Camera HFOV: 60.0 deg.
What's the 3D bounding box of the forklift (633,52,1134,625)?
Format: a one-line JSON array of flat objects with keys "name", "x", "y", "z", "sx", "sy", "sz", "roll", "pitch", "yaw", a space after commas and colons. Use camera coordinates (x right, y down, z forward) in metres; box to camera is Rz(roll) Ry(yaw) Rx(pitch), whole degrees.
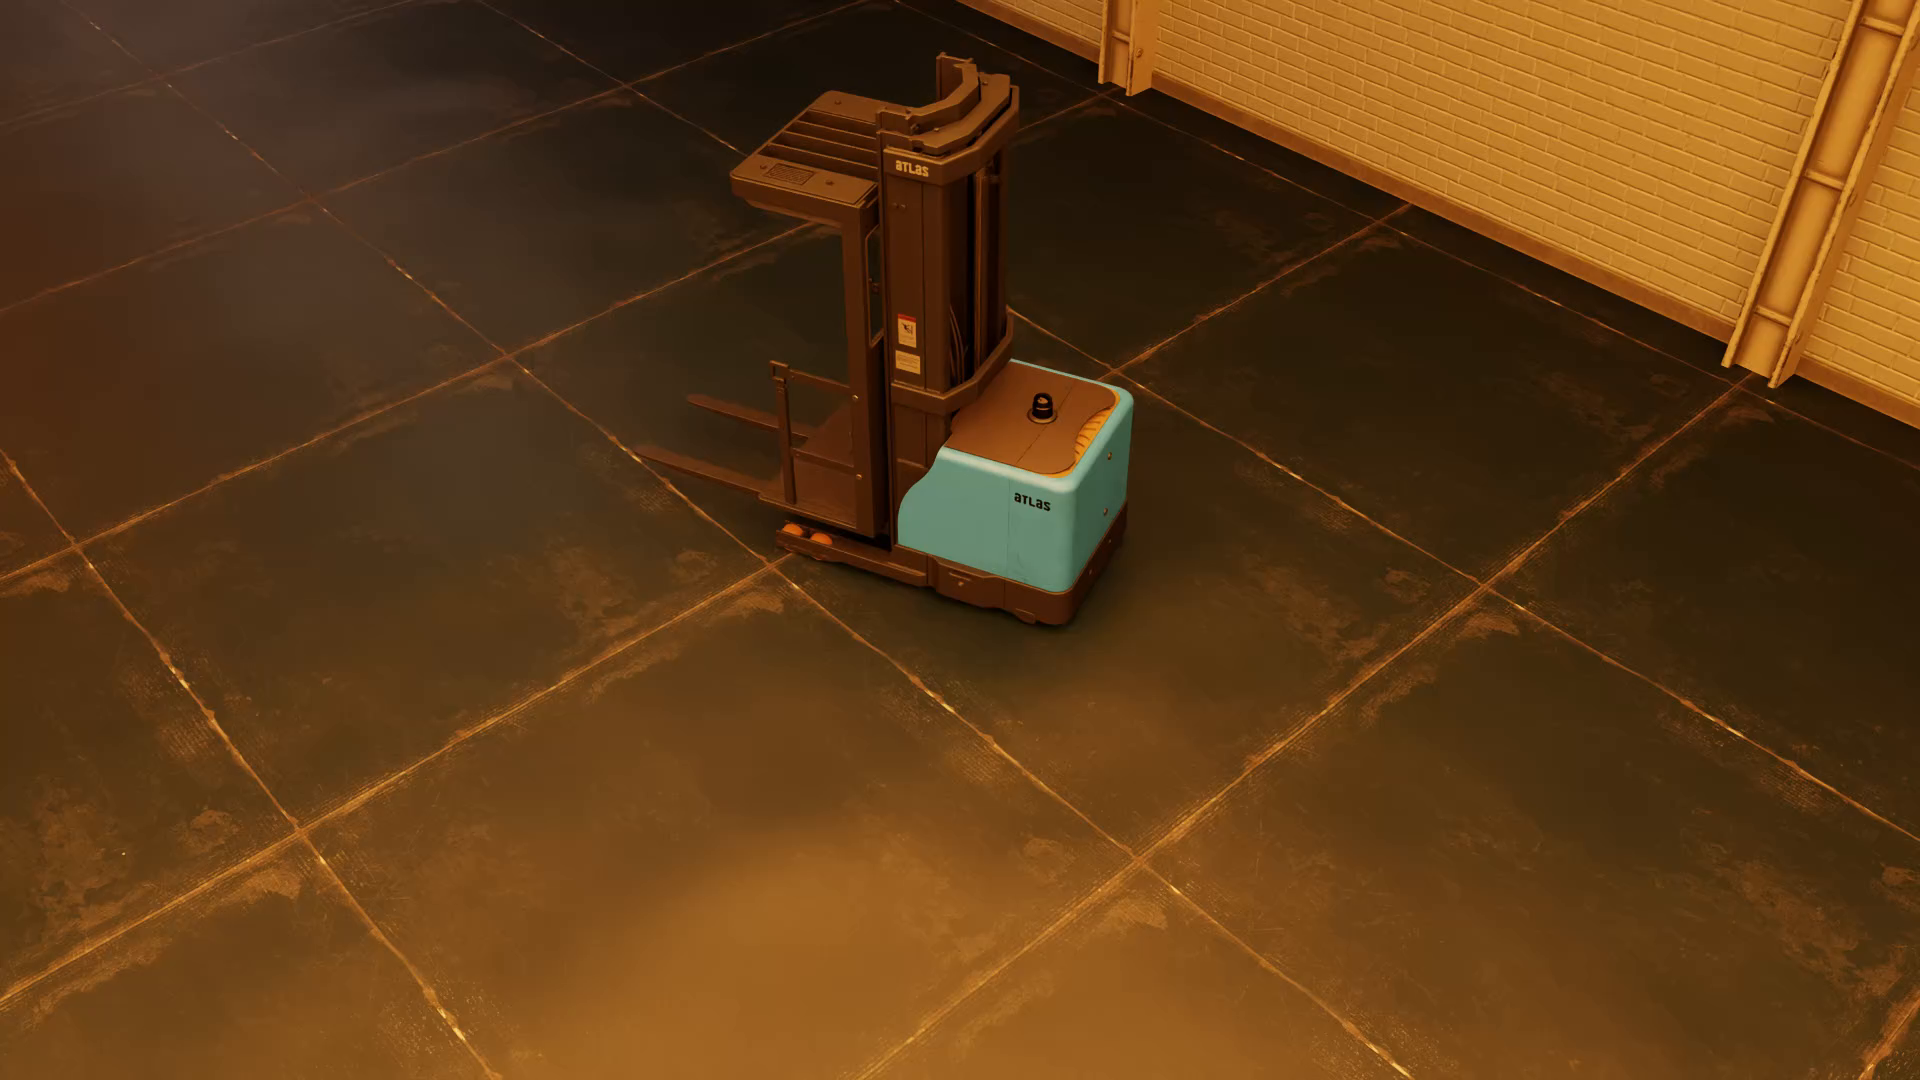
[{"name": "forklift", "x": -0.550, "y": -1.280, "z": 9.391, "sx": 3.031, "sy": 2.935, "sz": 1.130, "roll": 17, "pitch": 44, "yaw": 19}]
